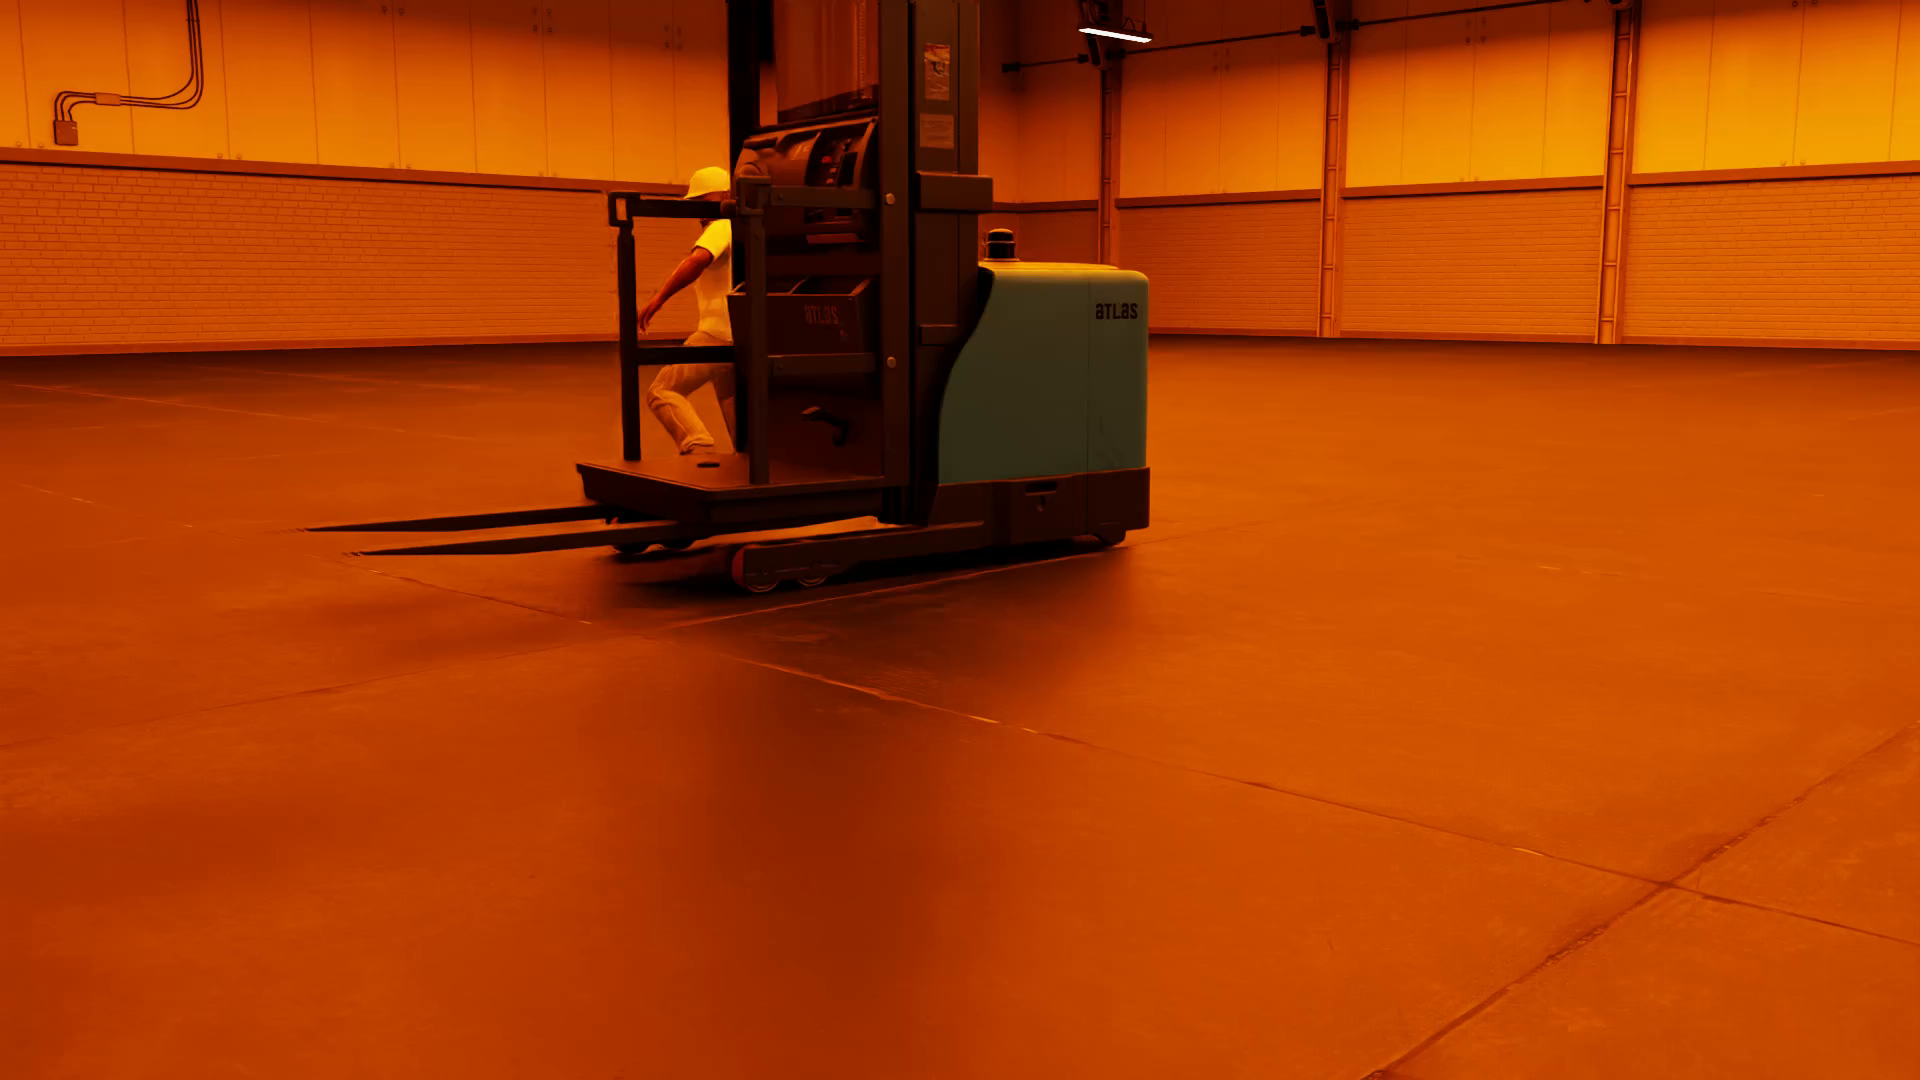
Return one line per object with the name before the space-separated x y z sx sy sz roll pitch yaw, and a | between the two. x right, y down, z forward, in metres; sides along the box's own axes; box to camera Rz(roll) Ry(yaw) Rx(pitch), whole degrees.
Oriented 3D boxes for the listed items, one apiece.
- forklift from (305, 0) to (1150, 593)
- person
forklift | -0.743 -1.361 5.915 3.031 2.935 1.130 -6 11 -35
person | -1.146 -1.025 8.332 0.516 1.654 1.214 4 10 27
